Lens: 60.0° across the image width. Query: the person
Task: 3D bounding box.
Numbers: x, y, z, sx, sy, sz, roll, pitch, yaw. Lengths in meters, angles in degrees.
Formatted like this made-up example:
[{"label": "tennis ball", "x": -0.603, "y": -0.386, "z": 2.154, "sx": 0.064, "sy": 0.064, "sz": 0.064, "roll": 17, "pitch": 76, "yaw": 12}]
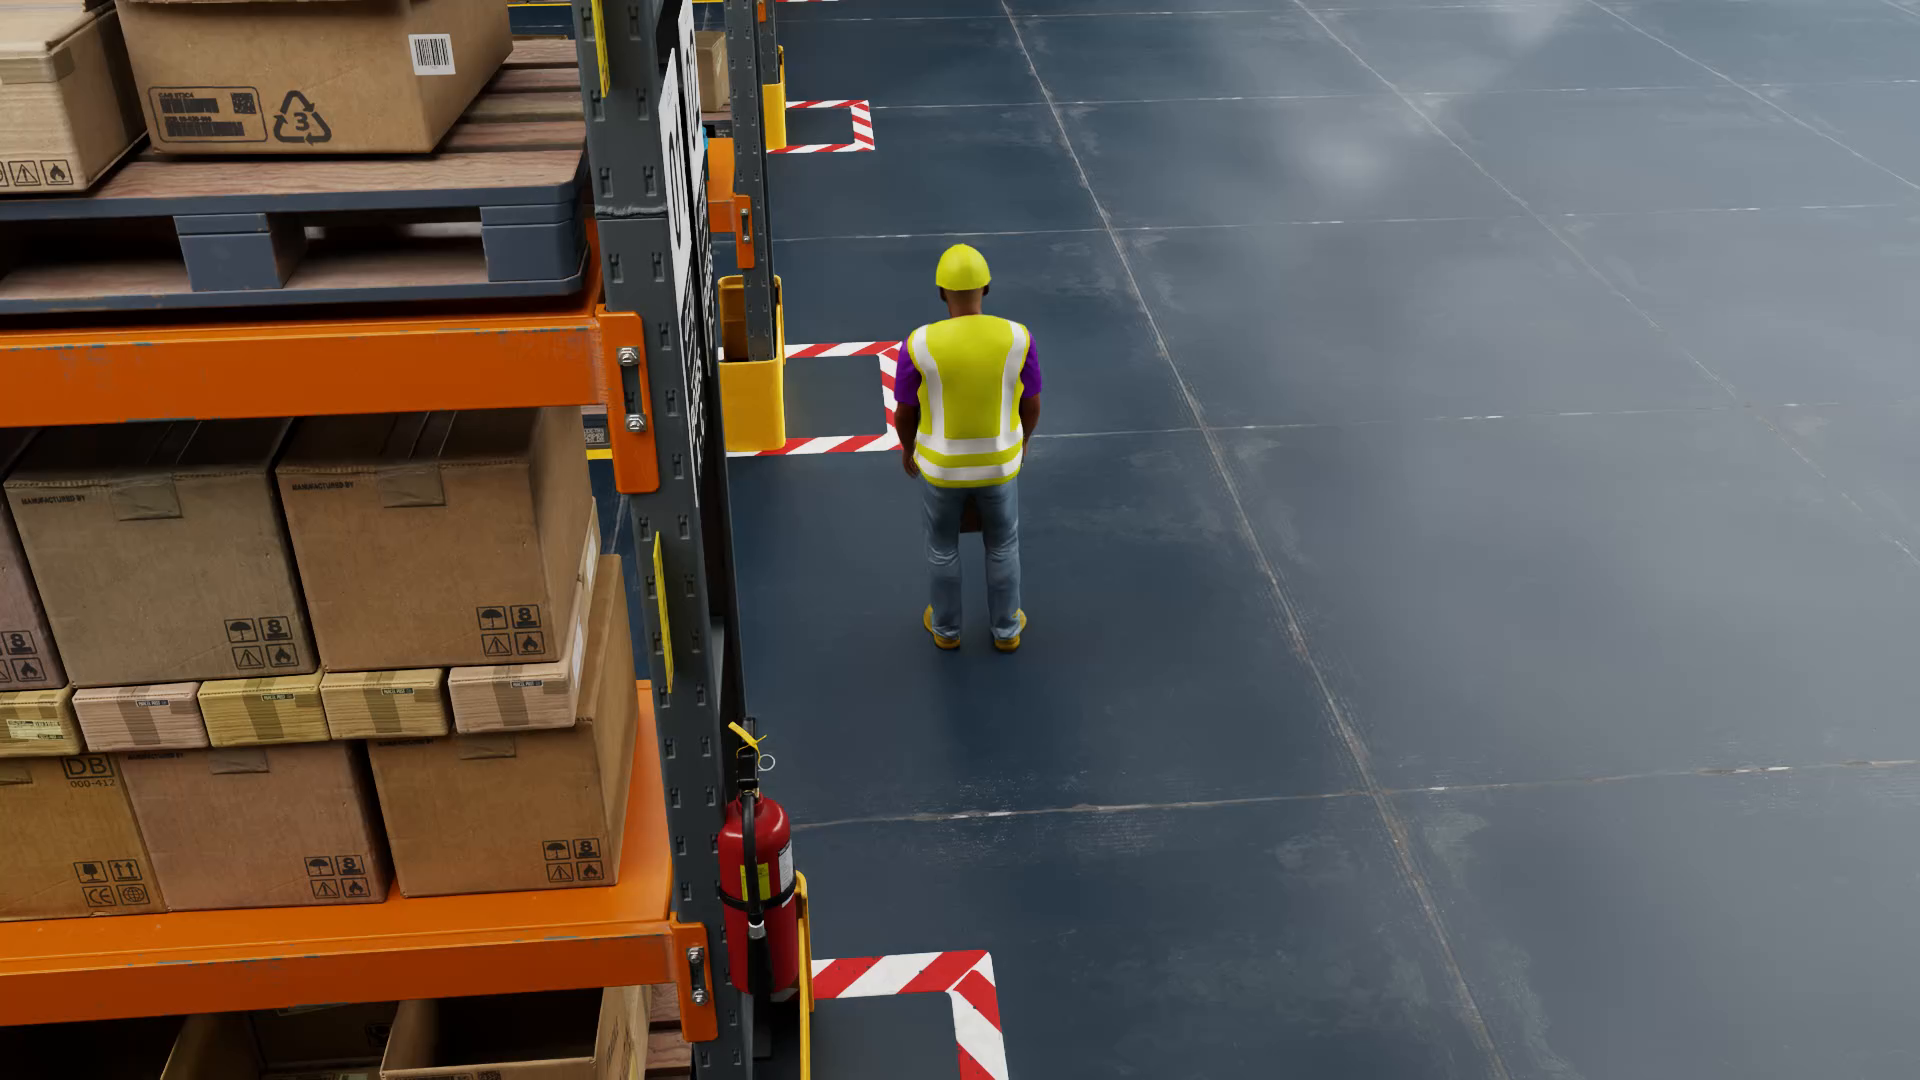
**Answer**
[{"label": "person", "x": 0.027, "y": -0.331, "z": 6.666, "sx": 0.586, "sy": 1.762, "sz": 0.457, "roll": -3, "pitch": 31, "yaw": -6}]
